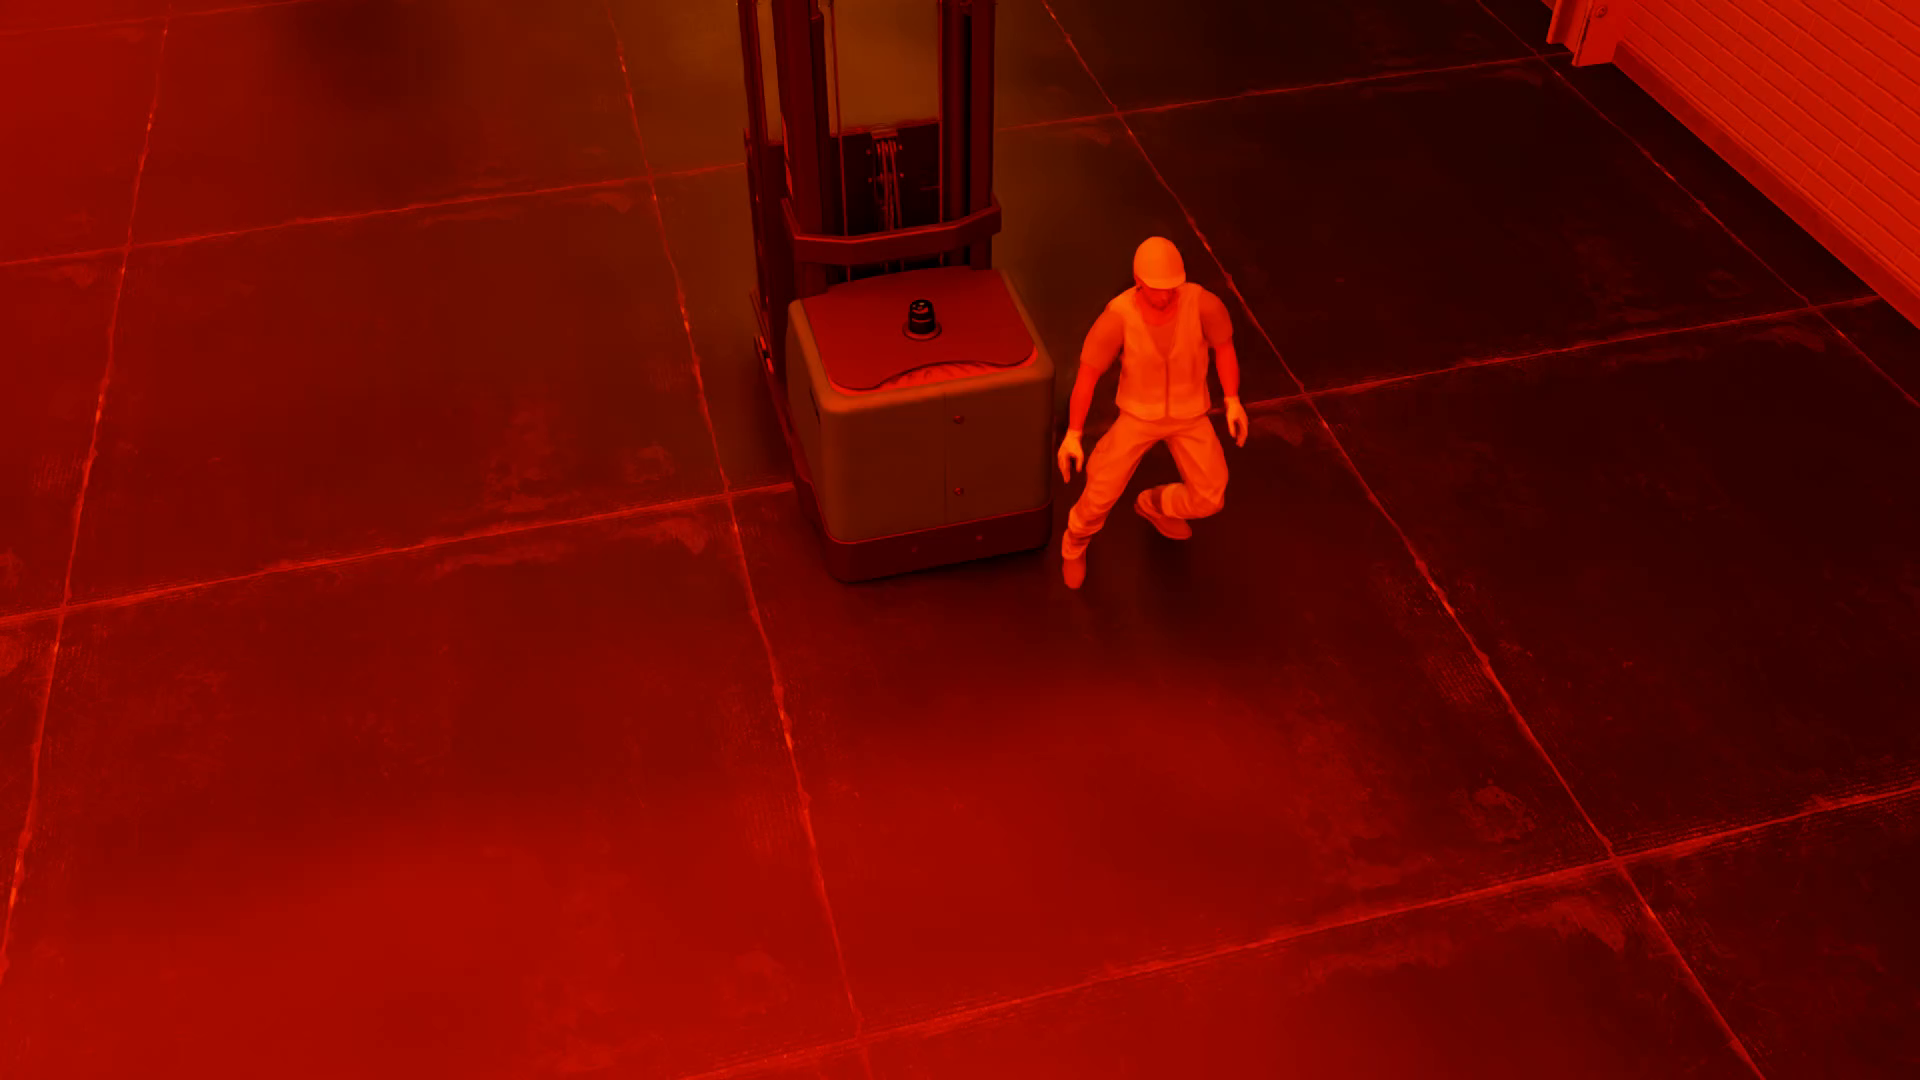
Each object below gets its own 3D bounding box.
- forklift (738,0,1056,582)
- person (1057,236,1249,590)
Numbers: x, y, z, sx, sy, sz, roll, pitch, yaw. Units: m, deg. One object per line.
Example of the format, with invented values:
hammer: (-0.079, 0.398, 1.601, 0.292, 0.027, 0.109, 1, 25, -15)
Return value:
forklift: (-0.452, -1.905, 7.661, 1.130, 2.935, 3.031, -10, 44, -11)
person: (0.816, -0.513, 7.143, 0.829, 1.701, 0.549, -2, 43, -2)
